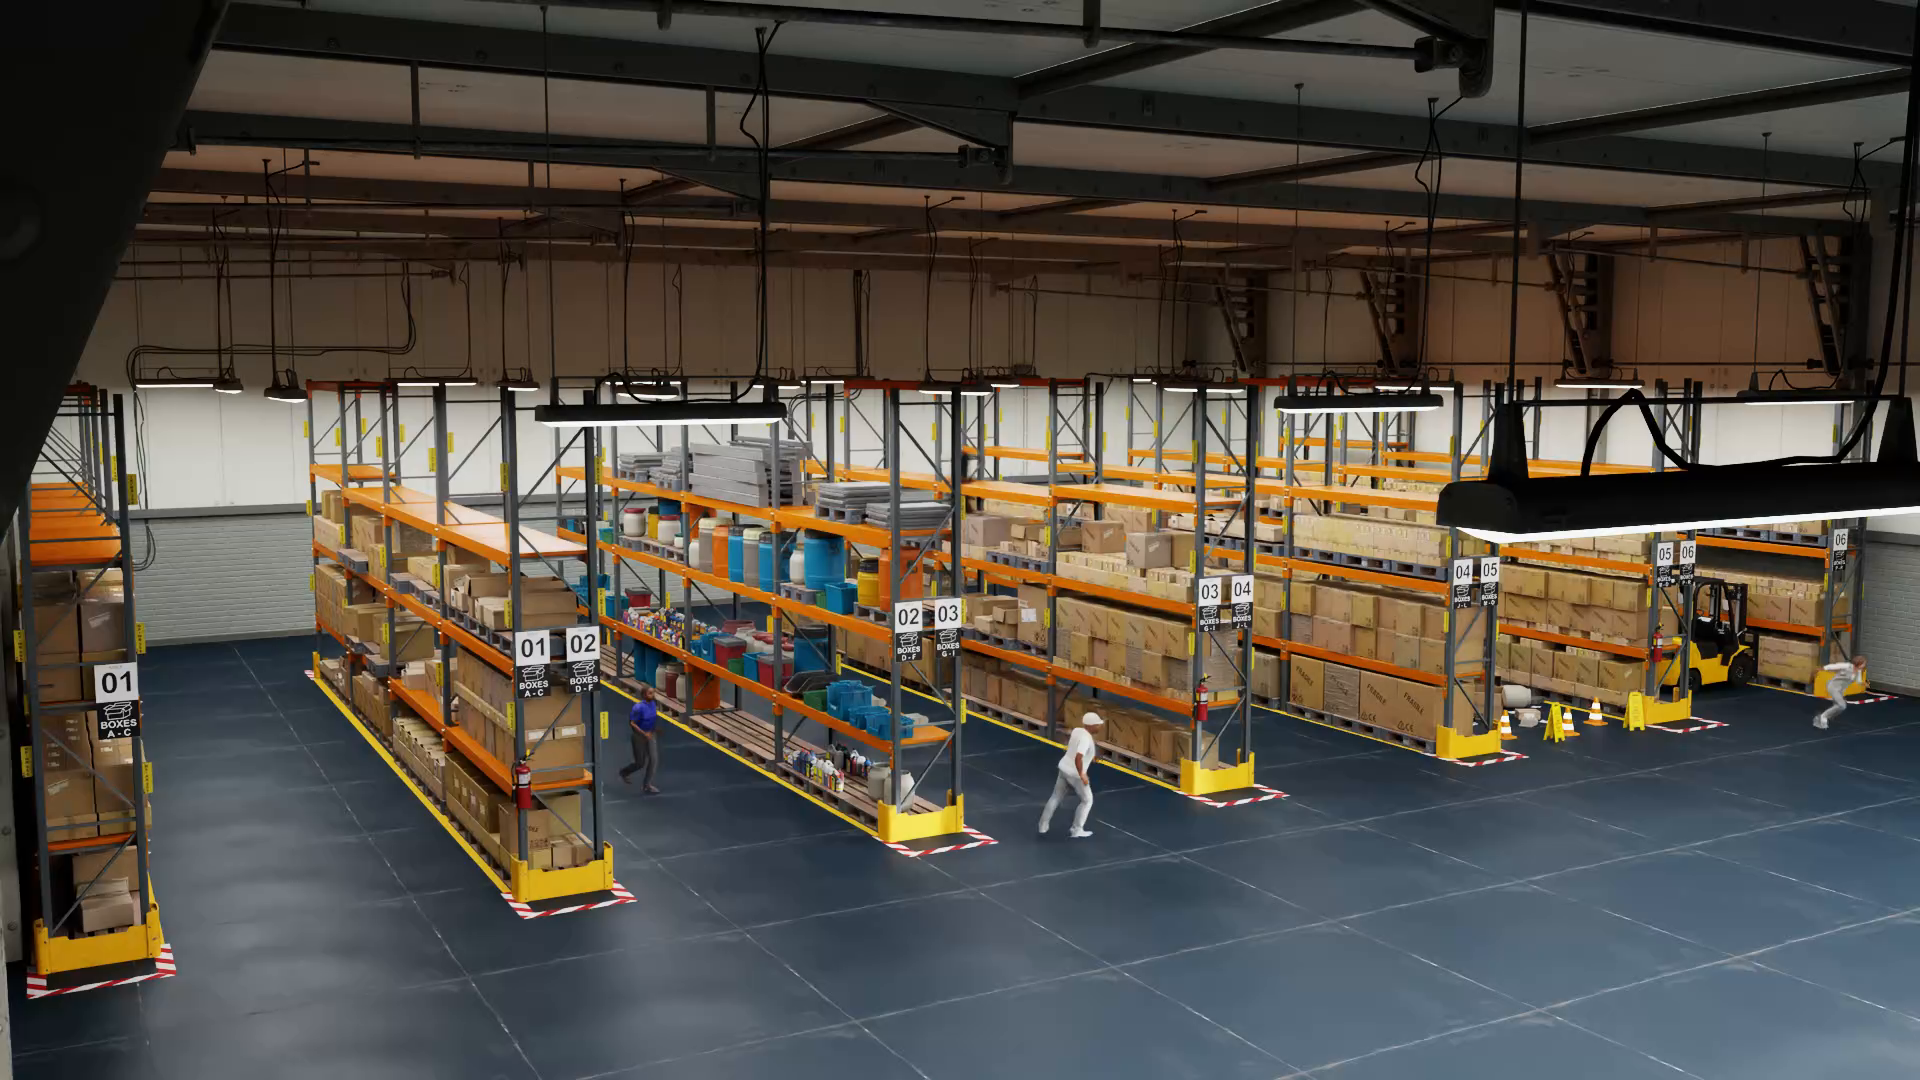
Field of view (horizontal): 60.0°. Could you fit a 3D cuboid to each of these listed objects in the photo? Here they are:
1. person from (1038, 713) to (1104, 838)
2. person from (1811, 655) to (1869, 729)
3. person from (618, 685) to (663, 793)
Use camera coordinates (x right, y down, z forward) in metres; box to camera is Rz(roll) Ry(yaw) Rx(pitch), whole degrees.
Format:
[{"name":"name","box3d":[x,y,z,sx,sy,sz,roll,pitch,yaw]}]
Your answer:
[{"name":"person","box3d":[1.530,3.141,22.278,0.897,1.687,0.727,-3,7,-27]},{"name":"person","box3d":[15.128,2.620,28.510,0.533,1.350,0.922,-3,7,-26]},{"name":"person","box3d":[-4.754,2.924,24.649,0.743,1.610,0.574,4,7,35]}]
